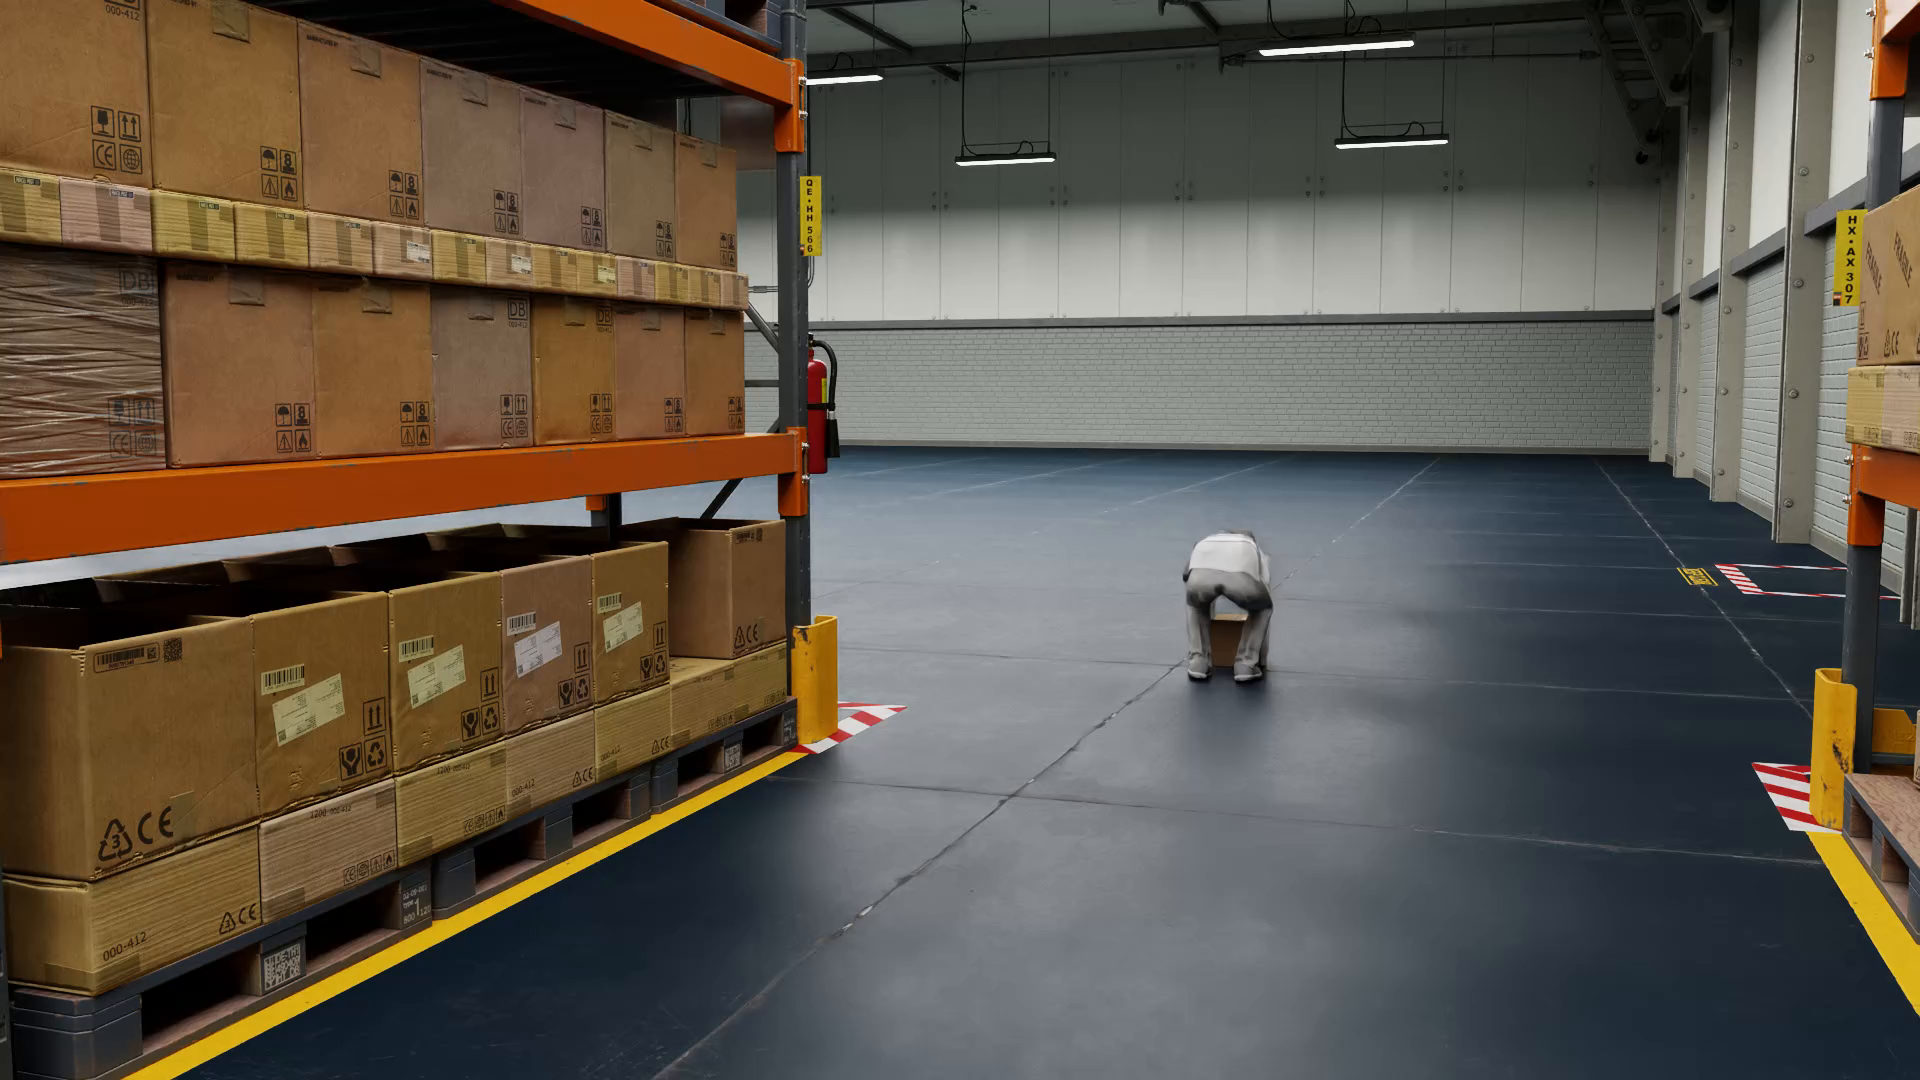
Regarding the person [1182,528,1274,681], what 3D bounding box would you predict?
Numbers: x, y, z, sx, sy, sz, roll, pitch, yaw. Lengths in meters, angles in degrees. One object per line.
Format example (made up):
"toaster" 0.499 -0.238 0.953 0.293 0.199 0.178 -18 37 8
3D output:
"person" 1.404 0.335 8.688 0.459 0.760 0.914 2 6 17
